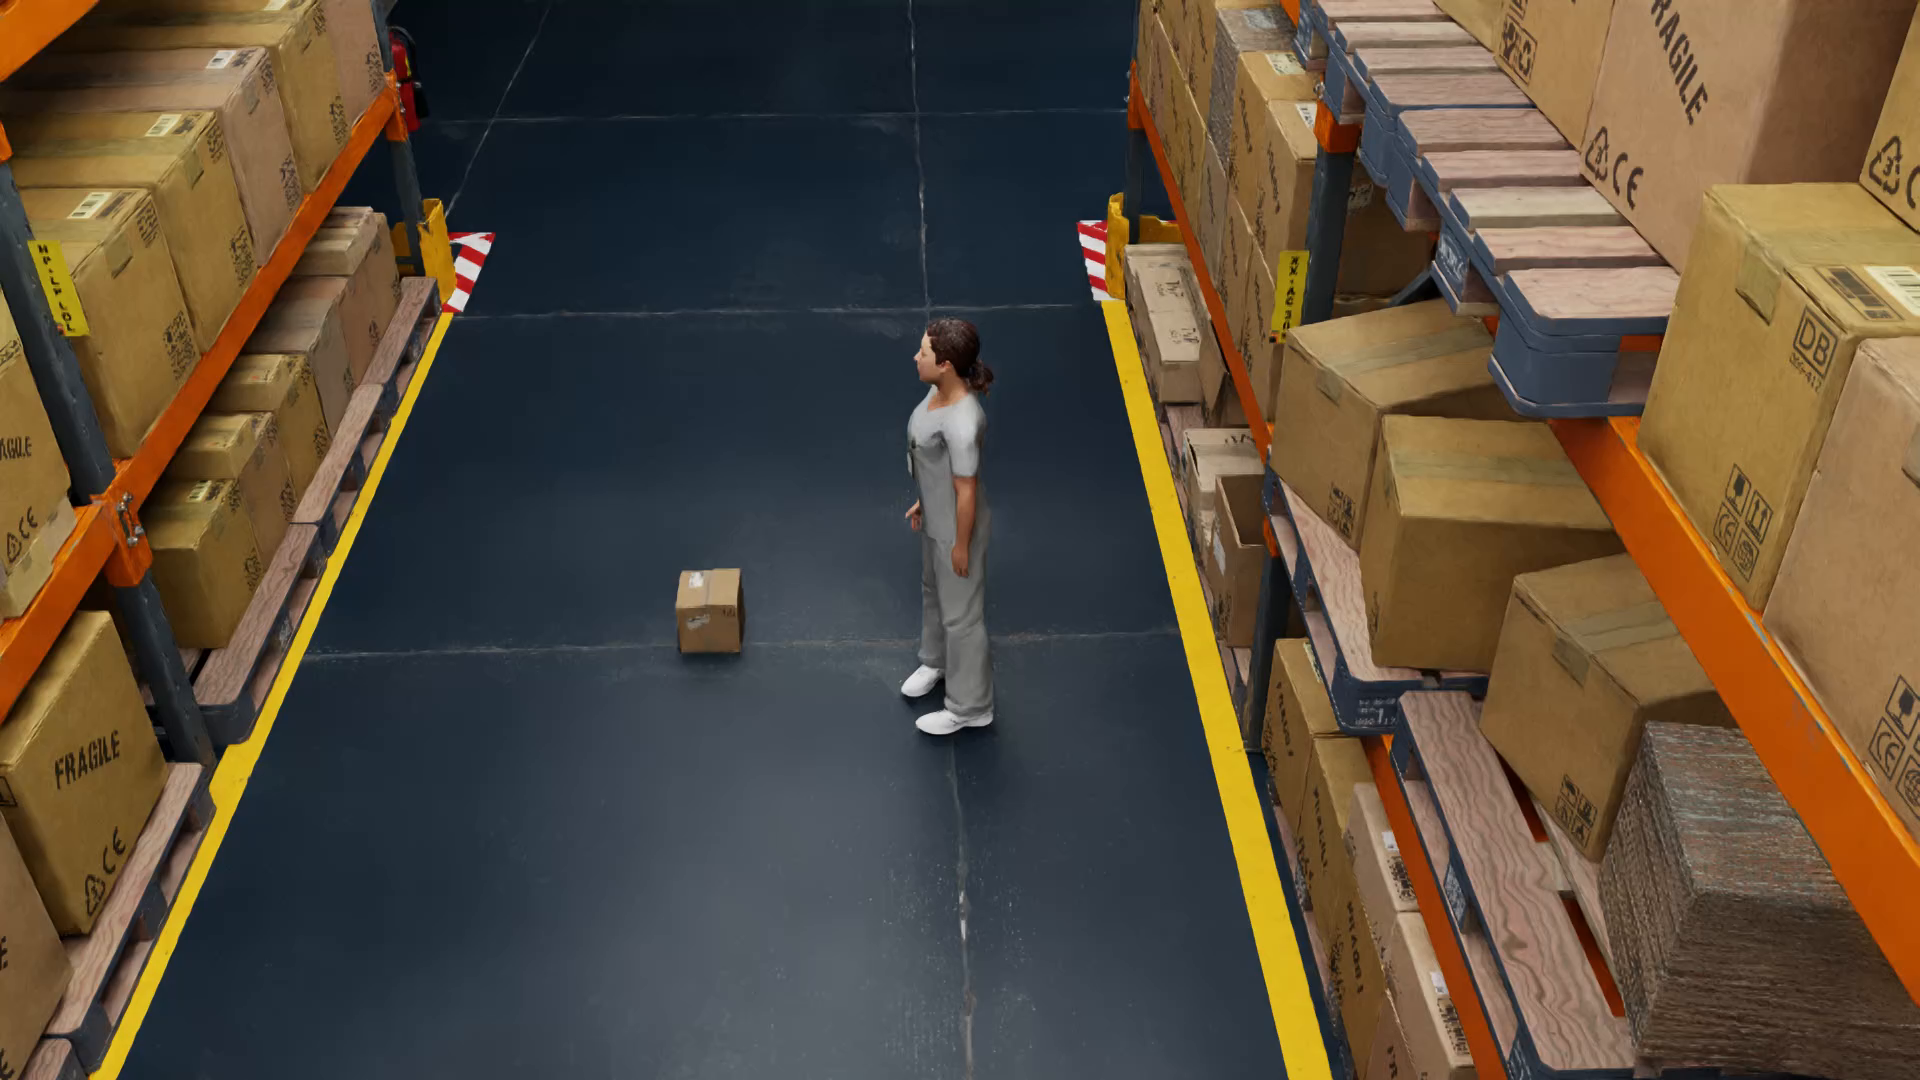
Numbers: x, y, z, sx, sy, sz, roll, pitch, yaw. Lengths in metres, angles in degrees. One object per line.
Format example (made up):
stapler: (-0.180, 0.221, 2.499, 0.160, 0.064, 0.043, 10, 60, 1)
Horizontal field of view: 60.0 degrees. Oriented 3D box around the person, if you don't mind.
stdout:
person: (-0.057, -0.055, 6.206, 0.354, 1.669, 0.478, -5, 36, -7)
